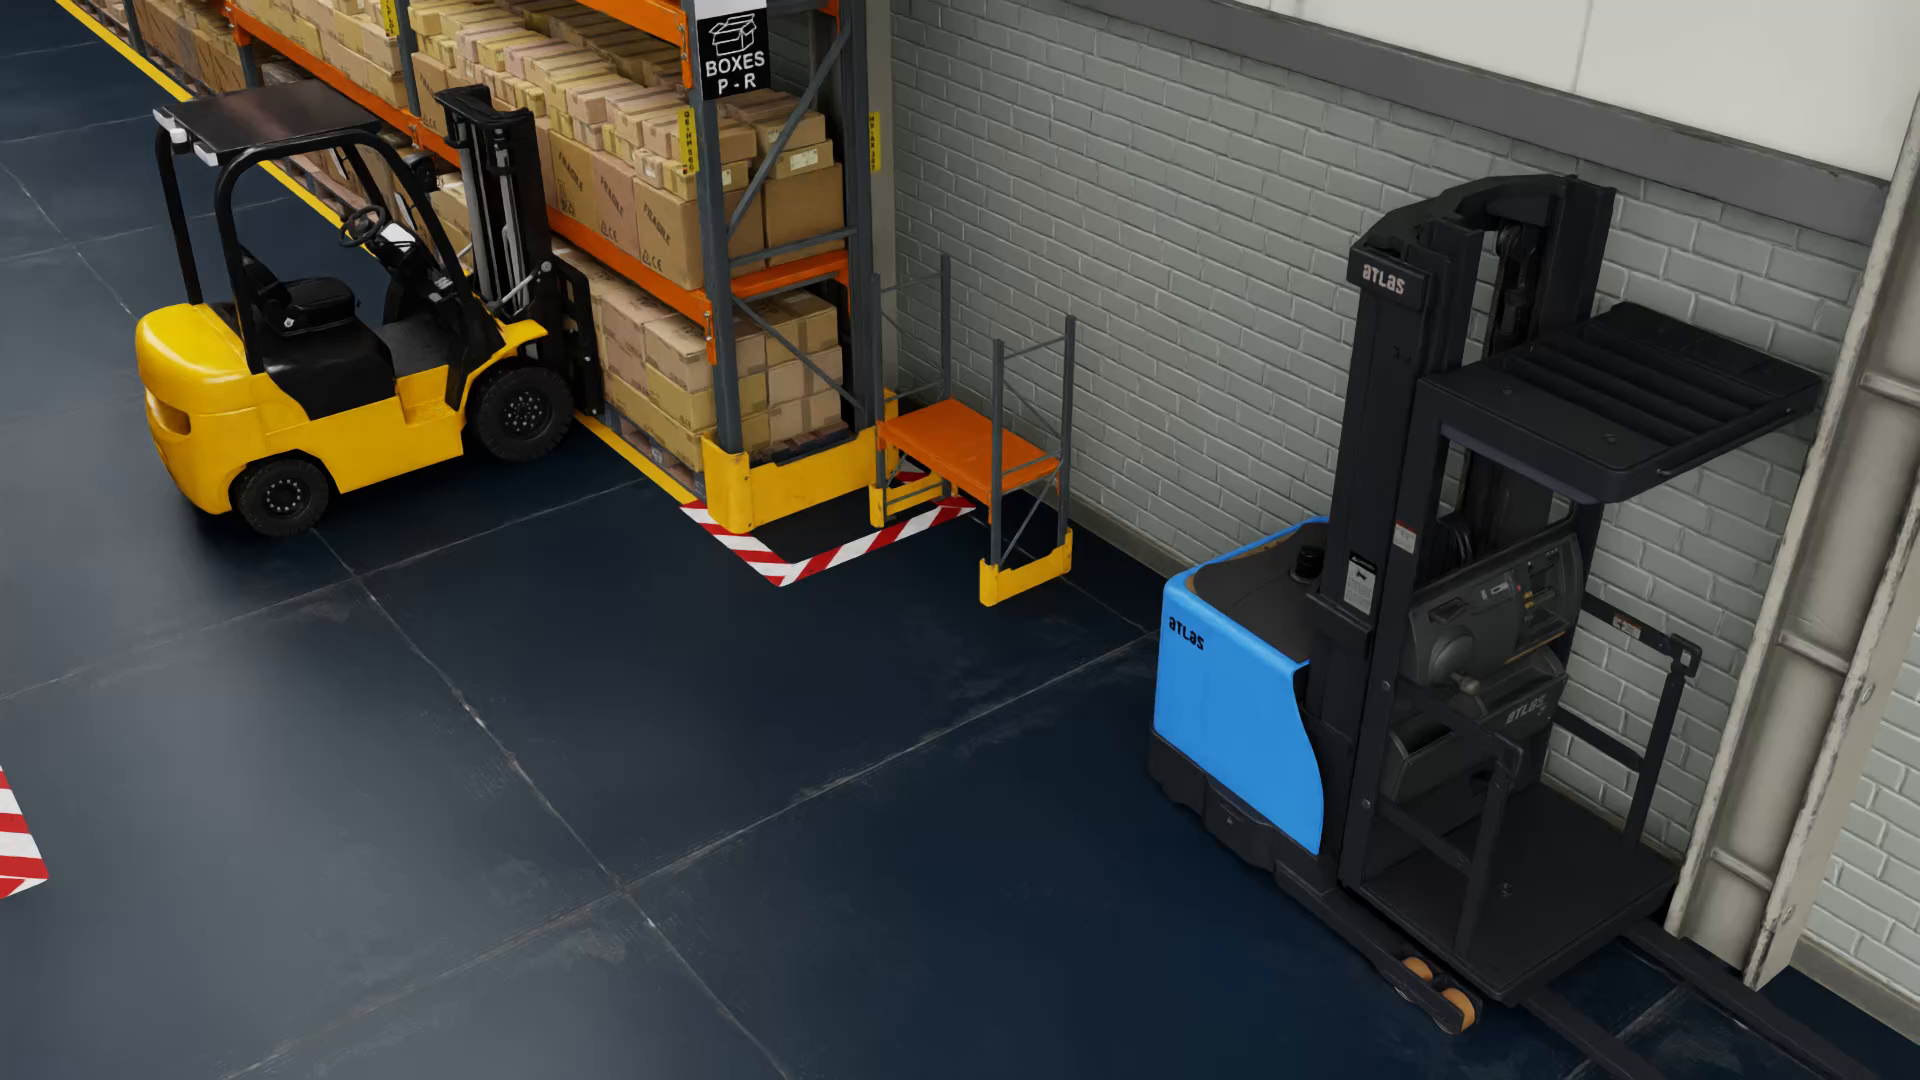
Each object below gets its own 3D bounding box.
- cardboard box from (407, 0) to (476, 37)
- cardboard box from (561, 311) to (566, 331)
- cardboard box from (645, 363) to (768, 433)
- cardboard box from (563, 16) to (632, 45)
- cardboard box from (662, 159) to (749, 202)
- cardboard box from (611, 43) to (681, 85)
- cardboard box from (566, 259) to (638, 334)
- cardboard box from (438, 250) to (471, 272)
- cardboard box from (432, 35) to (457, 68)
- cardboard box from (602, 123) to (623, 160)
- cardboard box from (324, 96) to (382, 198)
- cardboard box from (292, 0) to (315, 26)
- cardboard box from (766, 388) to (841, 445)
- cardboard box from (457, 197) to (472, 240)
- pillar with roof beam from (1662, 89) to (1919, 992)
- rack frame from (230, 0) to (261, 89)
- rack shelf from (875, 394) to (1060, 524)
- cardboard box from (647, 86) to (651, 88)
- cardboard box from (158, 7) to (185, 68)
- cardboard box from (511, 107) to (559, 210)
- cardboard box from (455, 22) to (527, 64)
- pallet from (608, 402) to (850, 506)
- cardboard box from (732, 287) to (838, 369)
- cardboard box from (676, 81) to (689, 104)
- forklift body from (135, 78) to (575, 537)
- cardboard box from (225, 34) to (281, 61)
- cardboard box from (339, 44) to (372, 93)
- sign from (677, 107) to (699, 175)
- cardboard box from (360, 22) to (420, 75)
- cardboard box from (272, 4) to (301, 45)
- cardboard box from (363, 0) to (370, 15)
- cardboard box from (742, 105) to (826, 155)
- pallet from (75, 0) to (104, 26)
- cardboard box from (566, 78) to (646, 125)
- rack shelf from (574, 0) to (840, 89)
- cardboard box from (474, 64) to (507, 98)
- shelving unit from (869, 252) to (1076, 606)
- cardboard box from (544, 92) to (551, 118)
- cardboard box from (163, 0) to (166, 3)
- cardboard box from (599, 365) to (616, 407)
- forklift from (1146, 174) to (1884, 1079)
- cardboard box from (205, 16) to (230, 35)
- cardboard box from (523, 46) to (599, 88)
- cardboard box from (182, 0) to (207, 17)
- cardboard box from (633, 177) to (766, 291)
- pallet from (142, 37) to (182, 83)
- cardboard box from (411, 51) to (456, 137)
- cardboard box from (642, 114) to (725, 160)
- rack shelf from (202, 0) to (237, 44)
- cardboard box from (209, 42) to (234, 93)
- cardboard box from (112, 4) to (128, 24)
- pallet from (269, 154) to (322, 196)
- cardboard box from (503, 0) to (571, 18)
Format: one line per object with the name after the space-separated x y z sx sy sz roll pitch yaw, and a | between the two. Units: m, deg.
-3.405 -3.448 10.966 0.380 0.149 0.250 -21 38 -30 | cardboard box
-2.395 -1.520 10.588 0.500 0.250 0.500 -22 38 -32 | cardboard box
-1.459 -0.889 9.573 0.500 0.250 0.500 -23 38 -32 | cardboard box
-2.291 -3.218 10.597 0.380 0.149 0.250 -23 39 -32 | cardboard box
-1.347 -1.937 8.816 0.380 0.149 0.250 -22 38 -31 | cardboard box
-1.876 -2.872 10.040 0.380 0.149 0.250 -22 38 -31 | cardboard box
-2.077 -1.509 10.097 0.500 0.250 0.500 -22 38 -31 | cardboard box
-3.331 -1.934 11.728 0.500 0.250 0.500 -22 38 -31 | cardboard box
-3.218 -3.225 10.889 0.380 0.149 0.250 -21 38 -30 | cardboard box
-1.781 -2.269 9.350 0.380 0.149 0.250 -23 38 -32 | cardboard box
-4.627 -3.254 13.499 0.875 0.625 0.625 -24 39 -33 | cardboard box
-4.794 -4.146 12.751 0.500 0.250 0.500 -22 38 -31 | cardboard box
-1.060 -0.843 9.973 0.500 0.250 0.500 -22 38 -31 | cardboard box
-3.012 -2.148 11.125 0.500 0.250 0.500 -22 38 -31 | cardboard box
-0.349 -0.802 2.012 9.100 9.000 0.400 -22 38 -31 | pillar with roof beam
-5.819 -4.899 14.295 1.000 3.000 0.127 -22 38 -31 | rack frame
0.052 -0.449 8.892 0.538 0.185 1.000 -22 38 -31 | rack shelf
-1.649 -2.667 9.992 0.380 0.149 0.250 -21 37 -30 | cardboard box
-7.516 -4.980 16.396 0.500 0.500 0.500 -24 39 -33 | cardboard box
-2.365 -2.366 10.122 0.500 0.500 0.500 -22 38 -31 | cardboard box
-2.933 -3.124 10.445 0.380 0.149 0.250 -21 38 -30 | cardboard box
-1.415 -0.686 10.154 1.003 0.211 1.213 -22 38 -31 | pallet
-1.058 -1.262 9.699 0.500 0.250 0.500 -23 39 -32 | cardboard box
-1.397 -2.552 9.524 0.380 0.149 0.250 -22 38 -31 | cardboard box
-3.517 -1.404 9.473 2.313 2.155 1.214 -22 38 -31 | forklift body
-6.322 -4.415 14.872 0.380 0.149 0.250 -24 39 -34 | cardboard box
-4.194 -3.501 12.187 0.500 0.250 0.500 -23 38 -32 | cardboard box
-1.350 -1.988 8.285 0.100 0.325 0.005 -22 38 -31 | sign
-3.869 -3.503 11.715 0.500 0.250 0.500 -23 39 -32 | cardboard box
-5.114 -4.148 13.227 0.500 0.250 0.500 -24 39 -33 | cardboard box
-4.032 -3.841 11.882 0.380 0.149 0.250 -22 38 -31 | cardboard box
-0.950 -2.218 8.987 0.380 0.149 0.250 -23 39 -32 | cardboard box
-9.444 -6.177 18.995 1.003 0.211 1.213 -22 38 -31 | pallet
-1.998 -2.484 9.415 0.380 0.149 0.250 -21 38 -30 | cardboard box
-2.140 -3.367 9.667 1.077 0.370 4.000 -22 38 -31 | rack shelf
-2.784 -2.888 10.348 0.380 0.149 0.250 -23 38 -32 | cardboard box
0.047 -0.605 8.803 0.587 1.500 1.083 -22 38 -31 | shelving unit
-2.235 -2.597 9.878 0.380 0.149 0.250 -23 38 -32 | cardboard box
-7.686 -5.419 16.489 0.380 0.149 0.250 -23 39 -32 | cardboard box
-2.048 -1.091 10.371 0.500 0.250 0.500 -22 38 -31 | cardboard box
2.097 0.319 5.959 1.130 2.935 3.031 -20 37 -29 | forklift
-6.766 -4.767 15.439 0.380 0.149 0.250 -21 38 -30 | cardboard box
-2.385 -2.838 9.985 0.380 0.149 0.250 -22 38 -31 | cardboard box
-7.223 -5.096 15.968 0.380 0.149 0.250 -22 38 -31 | cardboard box
-1.422 -1.728 9.094 0.500 0.500 0.500 -23 39 -32 | cardboard box
-7.743 -5.055 17.189 1.003 0.211 1.213 -22 38 -31 | pallet
-3.300 -3.005 11.151 0.500 0.500 0.500 -23 39 -33 | cardboard box
-1.475 -2.183 8.931 0.380 0.149 0.250 -22 38 -31 | cardboard box
-7.045 -5.427 15.827 1.077 0.370 4.000 -22 38 -31 | rack shelf
-6.547 -4.334 15.357 0.500 0.500 0.500 -23 39 -32 | cardboard box
-8.845 -5.671 17.841 0.380 0.149 0.250 -24 39 -33 | cardboard box
-5.345 -3.359 14.458 1.003 0.211 1.213 -22 38 -31 | pallet
-2.810 -3.523 11.088 0.380 0.149 0.250 -23 39 -33 | cardboard box
